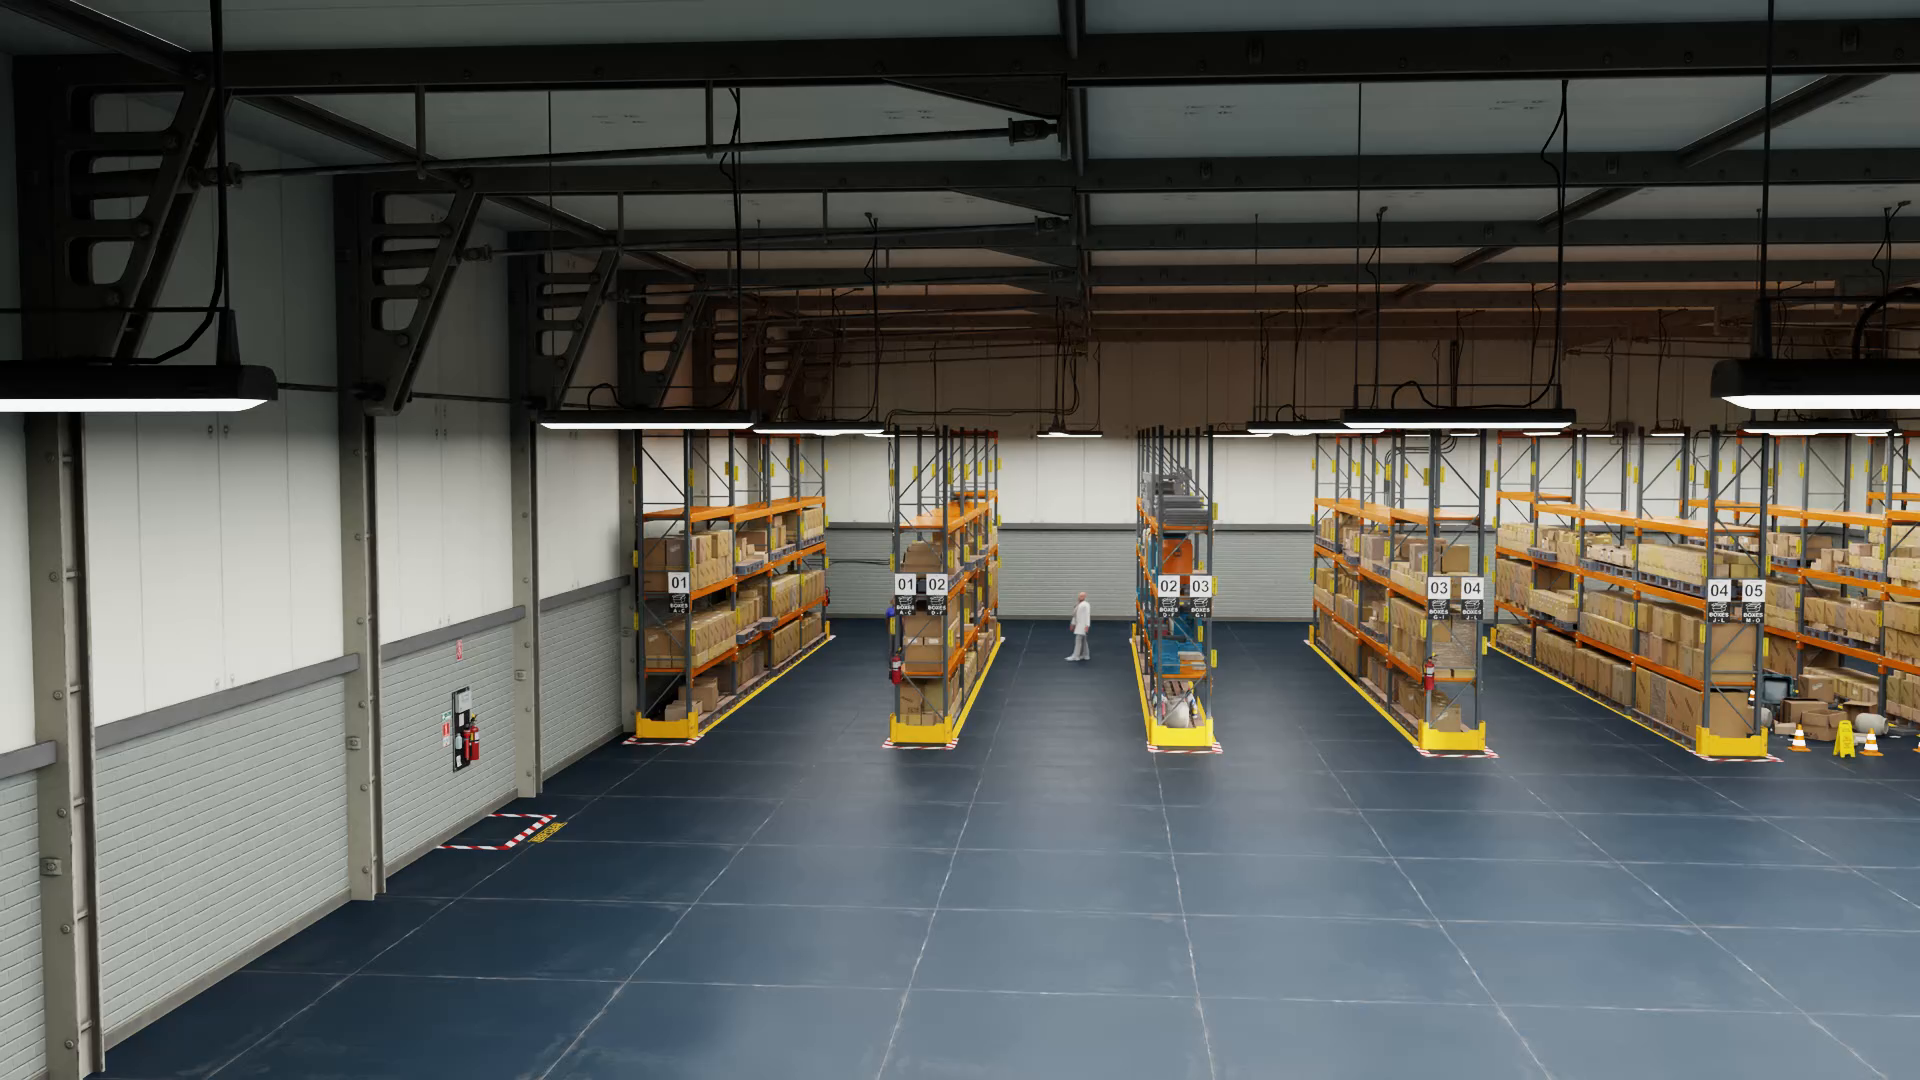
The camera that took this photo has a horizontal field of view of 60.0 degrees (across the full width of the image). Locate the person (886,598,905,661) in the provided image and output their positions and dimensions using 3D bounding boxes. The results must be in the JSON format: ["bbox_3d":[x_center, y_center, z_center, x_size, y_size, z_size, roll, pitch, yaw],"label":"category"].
[{"bbox_3d":[-1.671,2.316,43.360,0.552,1.589,0.987,0,3,4],"label":"person"}]

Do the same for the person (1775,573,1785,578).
[{"bbox_3d":[24.204,1.884,49.215,0.455,1.797,0.529,-1,4,-13],"label":"person"}]

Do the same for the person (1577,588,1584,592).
[{"bbox_3d":[17.685,2.076,47.335,0.608,1.576,0.434,0,3,0],"label":"person"}]

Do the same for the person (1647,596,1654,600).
[{"bbox_3d":[17.880,2.287,43.221,0.474,1.662,0.529,3,4,37],"label":"person"}]

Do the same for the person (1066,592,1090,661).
[{"bbox_3d":[3.048,2.236,43.250,0.689,1.762,0.592,-1,3,-11],"label":"person"}]
